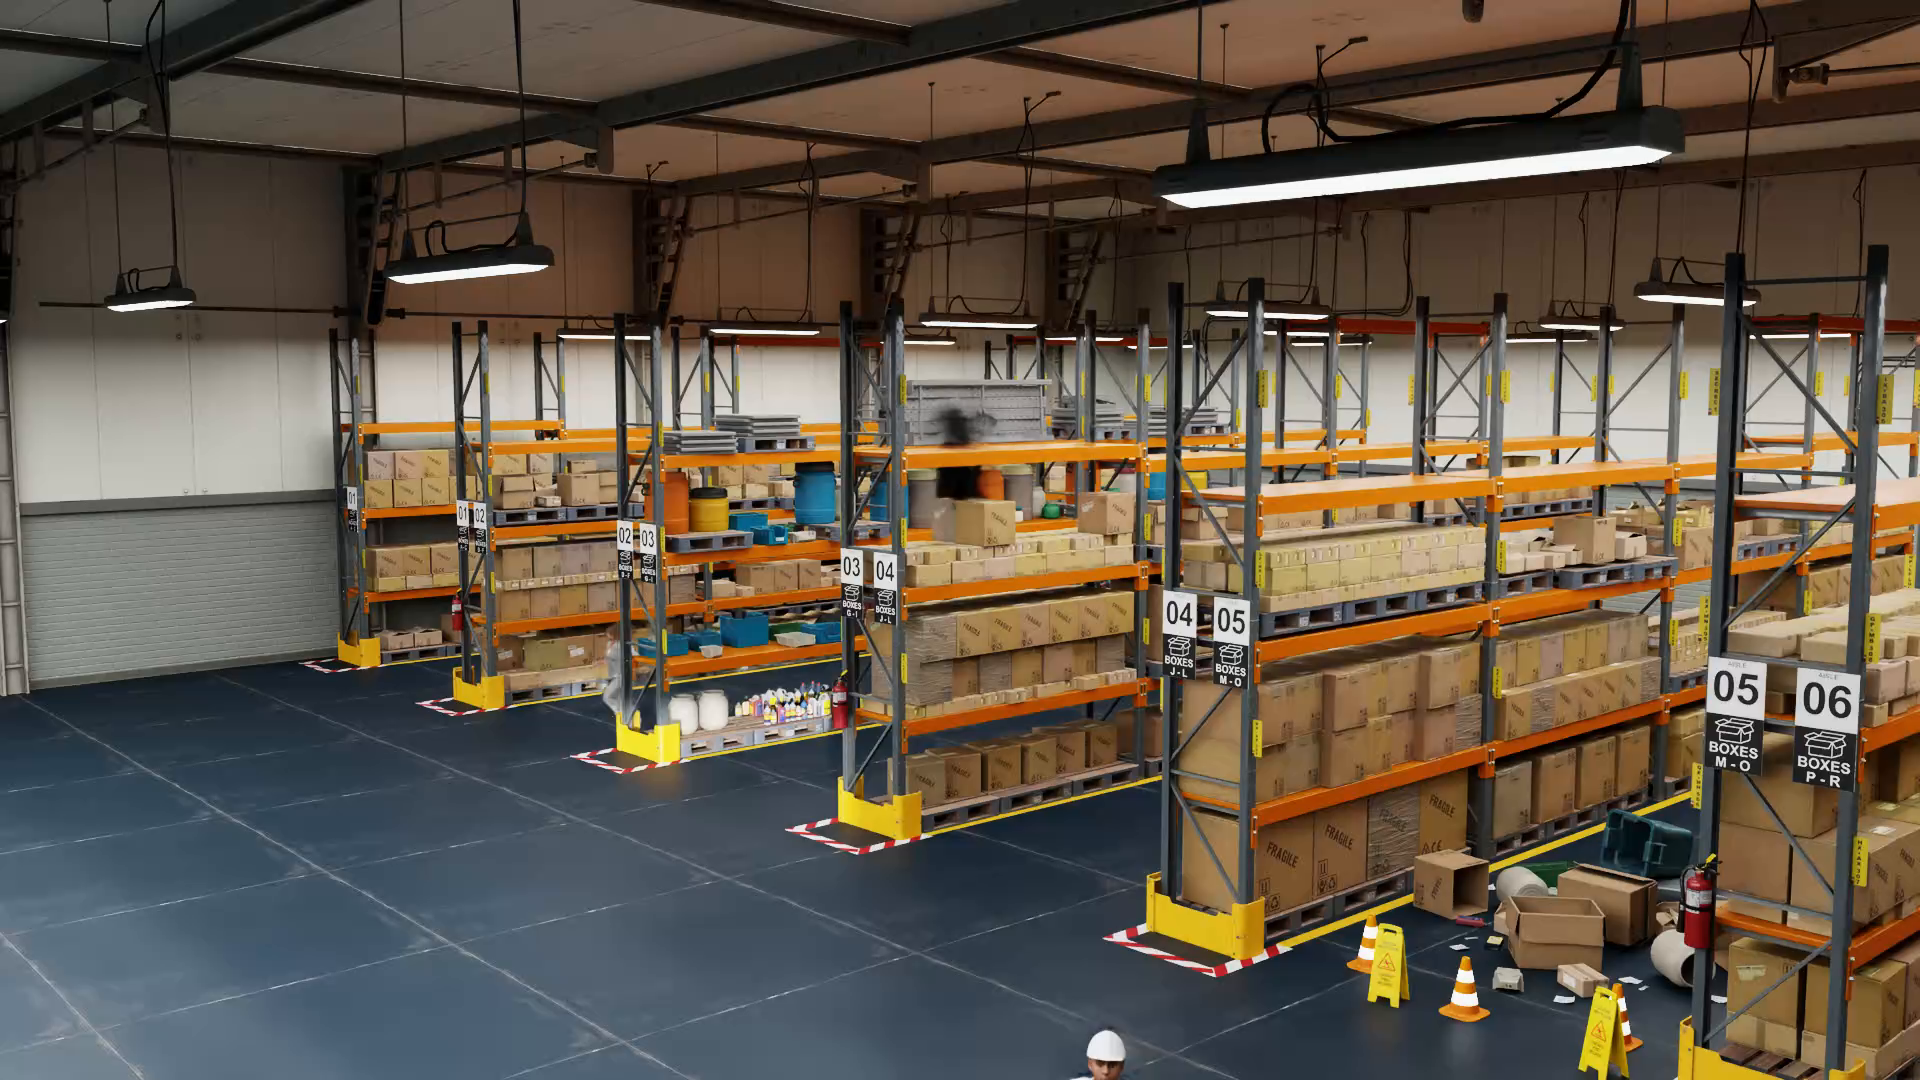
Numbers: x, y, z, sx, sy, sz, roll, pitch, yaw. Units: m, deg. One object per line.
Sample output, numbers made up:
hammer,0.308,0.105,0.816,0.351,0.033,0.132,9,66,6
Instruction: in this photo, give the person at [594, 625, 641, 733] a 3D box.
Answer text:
person,-4.956,1.999,24.087,0.682,1.557,0.553,-4,7,-36

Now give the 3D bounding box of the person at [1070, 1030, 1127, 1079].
person,0.756,3.428,8.698,0.712,1.748,0.949,1,6,5
